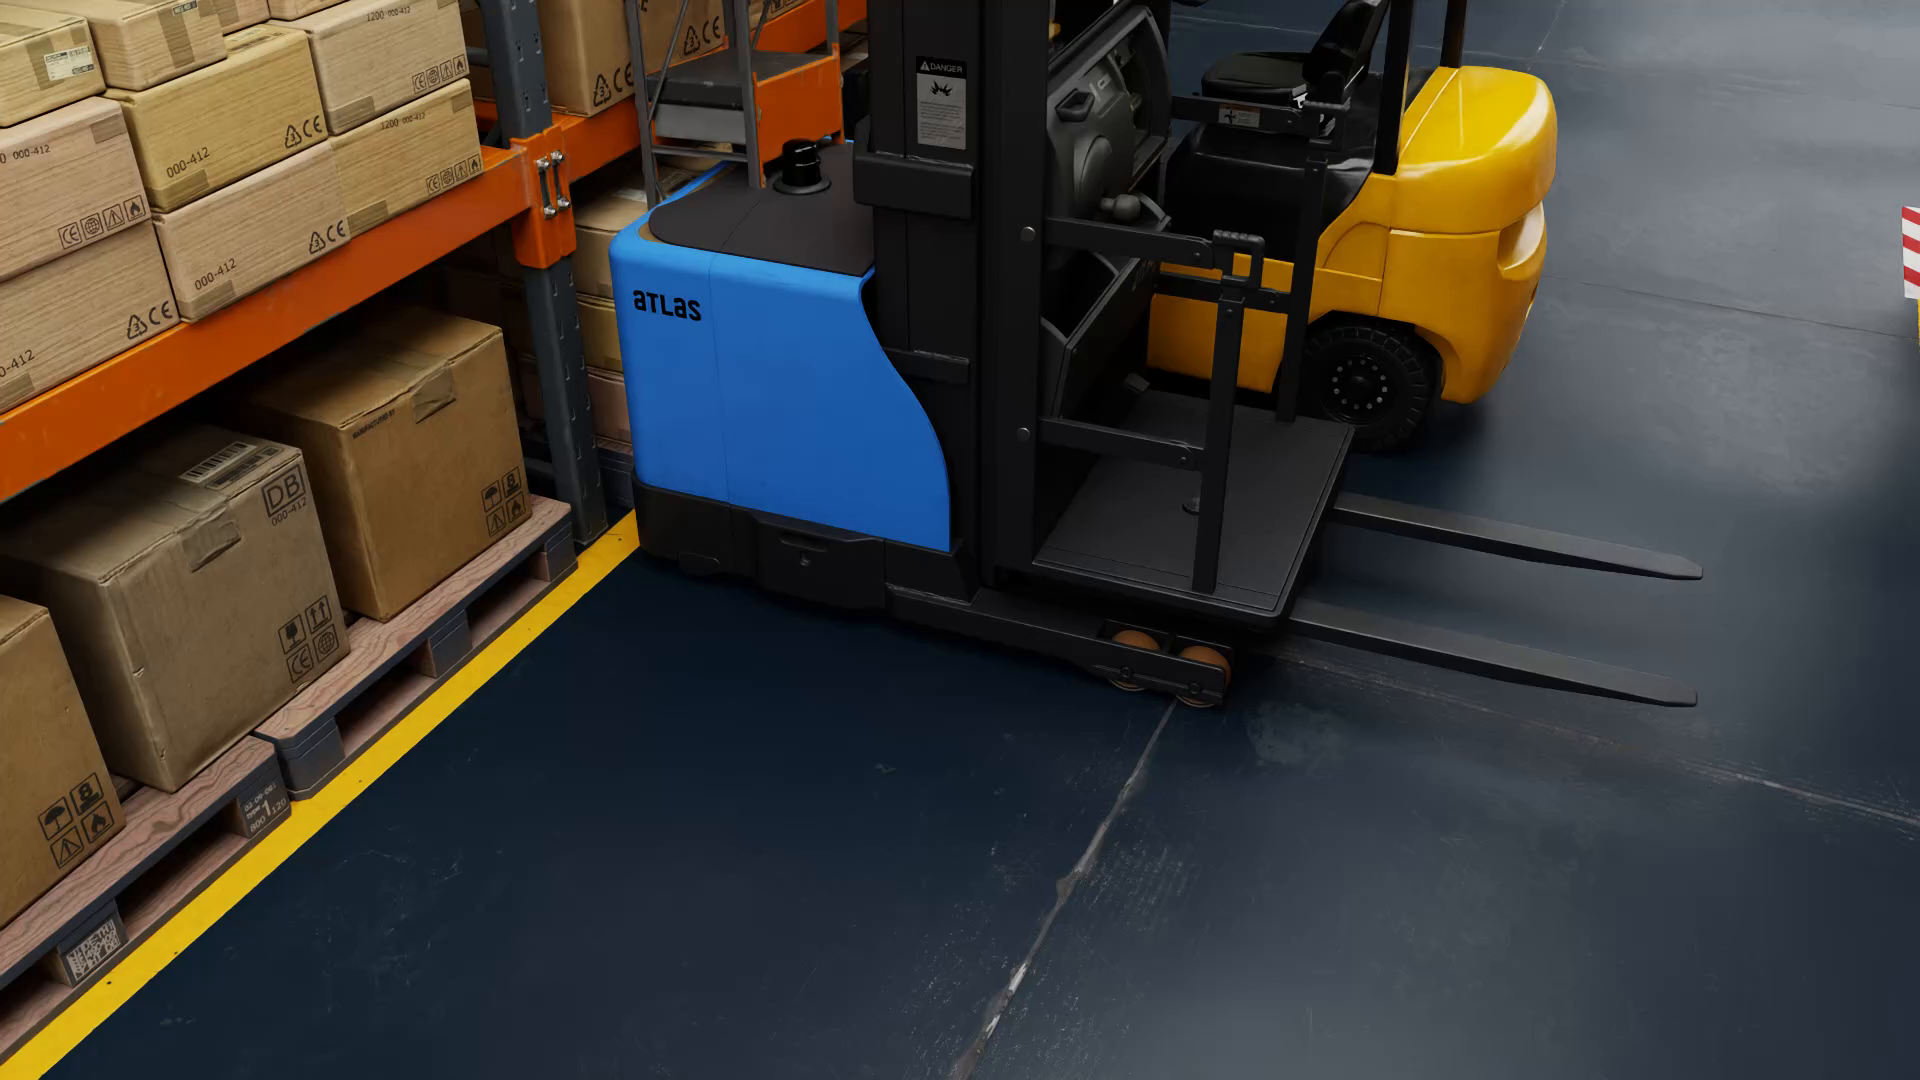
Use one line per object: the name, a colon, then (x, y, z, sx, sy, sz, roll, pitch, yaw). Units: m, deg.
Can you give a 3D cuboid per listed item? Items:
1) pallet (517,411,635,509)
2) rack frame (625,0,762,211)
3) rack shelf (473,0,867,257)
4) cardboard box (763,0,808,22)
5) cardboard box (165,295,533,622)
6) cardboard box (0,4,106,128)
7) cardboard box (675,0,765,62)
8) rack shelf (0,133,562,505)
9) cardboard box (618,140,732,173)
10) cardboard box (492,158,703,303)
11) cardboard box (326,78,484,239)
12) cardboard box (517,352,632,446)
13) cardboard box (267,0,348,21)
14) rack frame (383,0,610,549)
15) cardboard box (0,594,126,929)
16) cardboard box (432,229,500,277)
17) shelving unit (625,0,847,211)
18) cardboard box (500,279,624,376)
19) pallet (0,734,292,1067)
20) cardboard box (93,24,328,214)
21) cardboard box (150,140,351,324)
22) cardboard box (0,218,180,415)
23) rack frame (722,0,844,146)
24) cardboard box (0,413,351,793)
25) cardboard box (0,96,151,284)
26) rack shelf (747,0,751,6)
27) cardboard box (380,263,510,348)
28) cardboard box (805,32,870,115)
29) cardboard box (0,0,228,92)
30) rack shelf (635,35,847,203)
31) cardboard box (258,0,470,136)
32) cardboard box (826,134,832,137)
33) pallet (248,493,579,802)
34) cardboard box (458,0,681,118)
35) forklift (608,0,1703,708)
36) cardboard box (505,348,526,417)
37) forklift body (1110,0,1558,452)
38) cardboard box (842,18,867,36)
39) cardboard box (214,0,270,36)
pallet: (-1.226, -0.593, 5.962, 1.003, 0.211, 1.213, 14, 36, 20)
rack frame: (-0.753, -1.114, 4.815, 0.400, 2.100, 0.015, 11, 29, 23)
rack shelf: (-0.760, -2.068, 6.324, 1.077, 0.370, 4.000, 14, 36, 20)
cardboard box: (-0.760, -2.091, 5.613, 0.500, 0.500, 0.500, 14, 36, 20)
cardboard box: (-1.805, -0.293, 4.744, 0.875, 0.625, 0.625, 16, 36, 23)
cardboard box: (-1.936, -0.945, 3.272, 0.380, 0.149, 0.250, 13, 36, 19)
cardboard box: (-0.971, -1.839, 5.228, 0.500, 0.500, 0.500, 15, 36, 21)
rack shelf: (-2.433, -0.076, 3.286, 1.077, 0.370, 4.000, 14, 36, 20)
cardboard box: (-0.886, -1.238, 5.615, 0.500, 0.250, 0.500, 14, 36, 21)
cardboard box: (-1.109, -0.986, 5.230, 0.500, 0.250, 0.500, 14, 36, 20)
cardboard box: (-1.570, -0.999, 4.175, 0.500, 0.250, 0.500, 15, 36, 22)
cardboard box: (-1.094, -0.563, 5.498, 0.500, 0.250, 0.500, 15, 36, 21)
cardboard box: (-1.629, -1.332, 3.863, 0.380, 0.149, 0.250, 14, 36, 20)
rack frame: (-1.597, -1.373, 4.608, 1.000, 3.000, 0.127, 14, 36, 20)
cardboard box: (-2.449, 0.467, 3.585, 0.875, 0.625, 0.625, 13, 35, 19)
cardboard box: (-1.566, -1.106, 5.414, 0.500, 0.250, 0.500, 15, 36, 21)
shelving unit: (-0.648, -1.215, 5.010, 0.431, 2.100, 0.503, 11, 29, 23)
cardboard box: (-1.114, -0.778, 5.369, 0.500, 0.250, 0.500, 14, 36, 20)
pallet: (-2.379, 0.779, 3.869, 1.003, 0.211, 1.213, 14, 36, 20)
cardboard box: (-1.779, -0.958, 3.656, 0.500, 0.250, 0.500, 13, 36, 19)
cardboard box: (-1.775, -0.747, 3.791, 0.500, 0.250, 0.500, 14, 36, 20)
cardboard box: (-2.011, -0.507, 3.424, 0.500, 0.250, 0.500, 14, 36, 21)
rack frame: (-0.542, -1.316, 5.206, 0.400, 2.100, 0.015, 11, 29, 23)
cardboard box: (-2.136, 0.092, 4.157, 0.875, 0.625, 0.625, 14, 36, 20)
cardboard box: (-1.998, -0.705, 3.270, 0.500, 0.250, 0.500, 15, 36, 21)
rack shelf: (-0.662, -1.828, 4.701, 0.431, 0.518, 0.480, 11, 29, 23)
cardboard box: (-1.579, -0.897, 5.551, 0.500, 0.250, 0.500, 13, 36, 19)
cardboard box: (-0.462, -1.748, 6.393, 0.500, 0.250, 0.500, 13, 36, 20)
cardboard box: (-1.769, -1.061, 3.449, 0.380, 0.149, 0.250, 13, 35, 19)
rack shelf: (-0.647, -1.203, 5.016, 0.431, 0.518, 0.480, 11, 29, 23)
cardboard box: (-1.570, -1.216, 4.050, 0.500, 0.250, 0.500, 13, 36, 19)
cardboard box: (-0.688, -1.488, 5.997, 0.500, 0.250, 0.500, 15, 36, 22)
pallet: (-1.869, 0.169, 4.799, 1.003, 0.211, 1.213, 14, 36, 20)
cardboard box: (-1.174, -1.576, 4.826, 0.500, 0.500, 0.500, 13, 35, 19)
forklift: (0.581, -1.099, 4.252, 3.031, 2.935, 1.130, 12, 35, 18)
cardboard box: (-1.577, -0.687, 5.686, 0.500, 0.250, 0.500, 15, 36, 21)
forklift body: (0.941, -1.647, 5.800, 2.313, 2.155, 1.214, 14, 36, 20)
cardboard box: (-0.243, -1.999, 6.775, 0.500, 0.250, 0.500, 15, 36, 21)
cardboard box: (-1.780, -1.222, 3.696, 0.380, 0.149, 0.250, 14, 36, 20)
